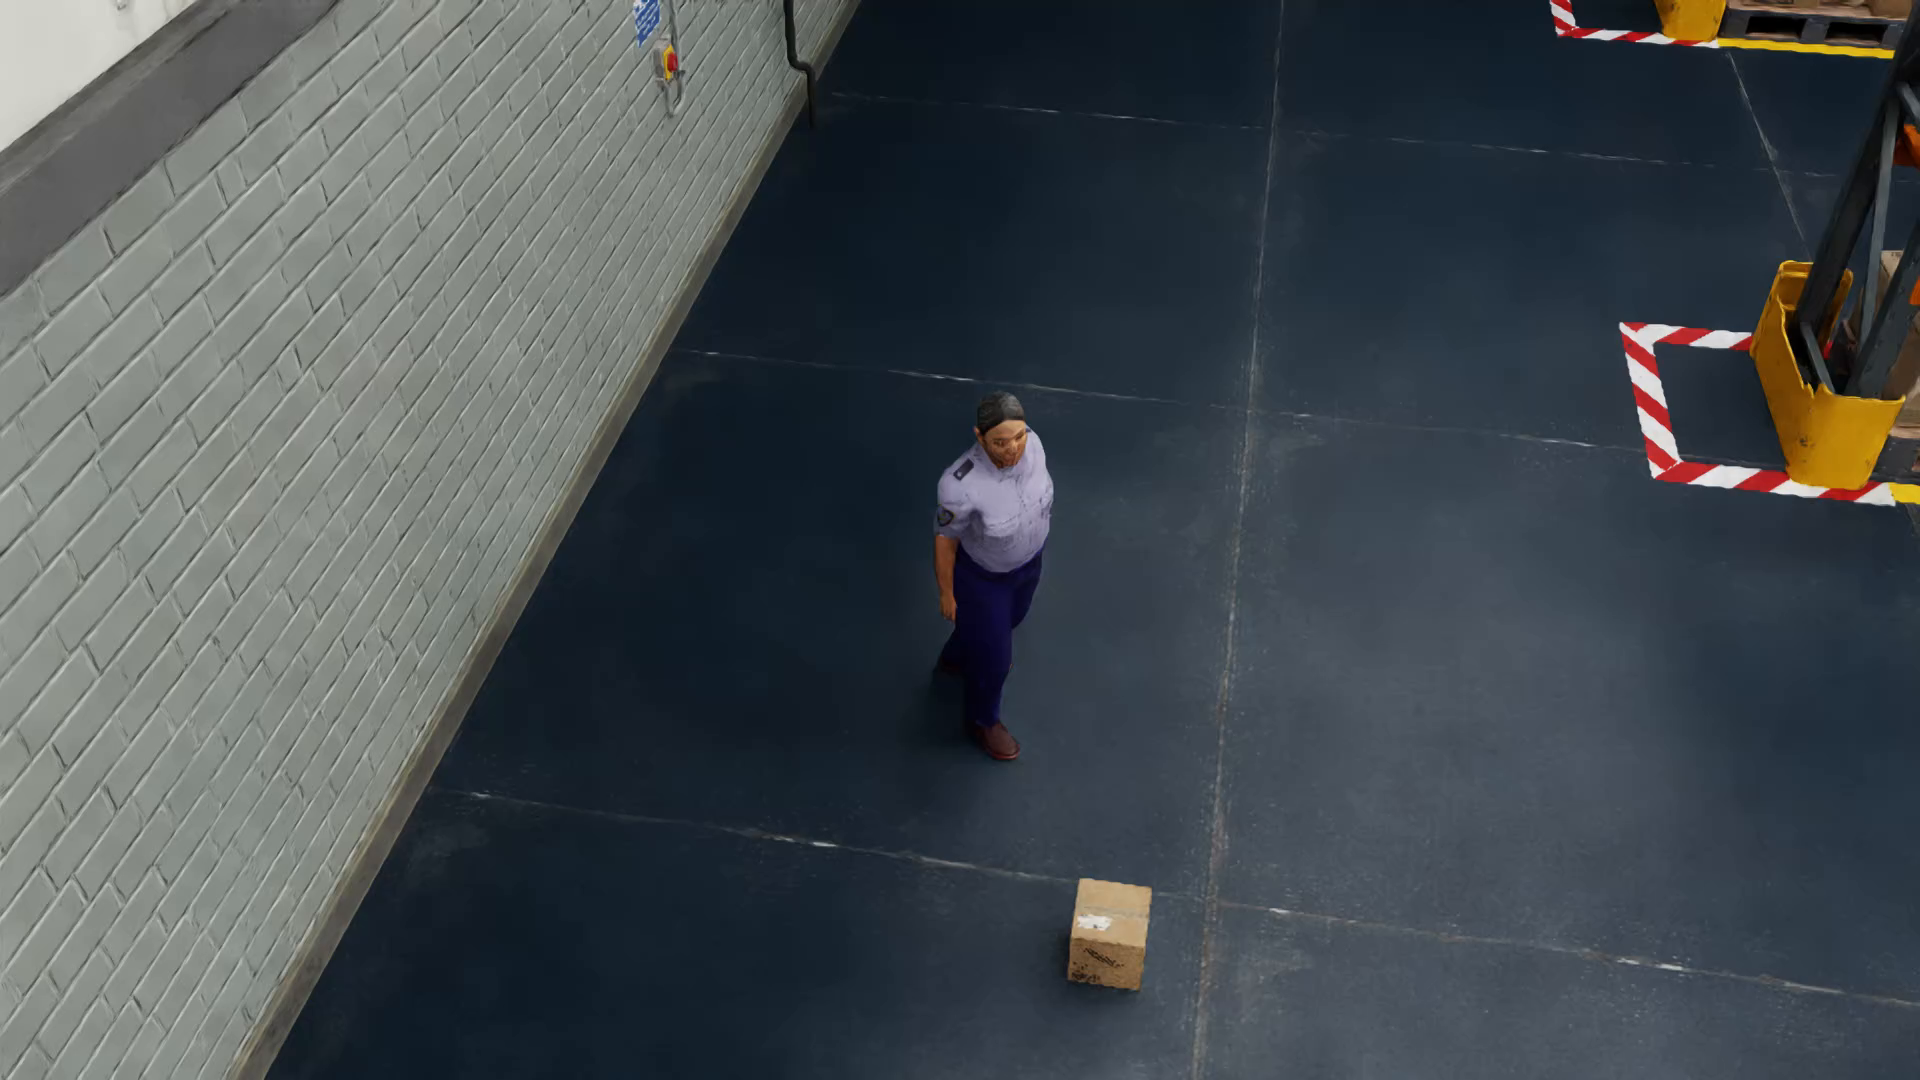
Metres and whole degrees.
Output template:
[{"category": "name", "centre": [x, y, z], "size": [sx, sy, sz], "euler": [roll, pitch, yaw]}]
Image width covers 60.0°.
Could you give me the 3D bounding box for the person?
[{"category": "person", "centre": [0.077, 0.067, 6.096], "size": [0.552, 1.634, 0.529], "euler": [30, 49, 30]}]
